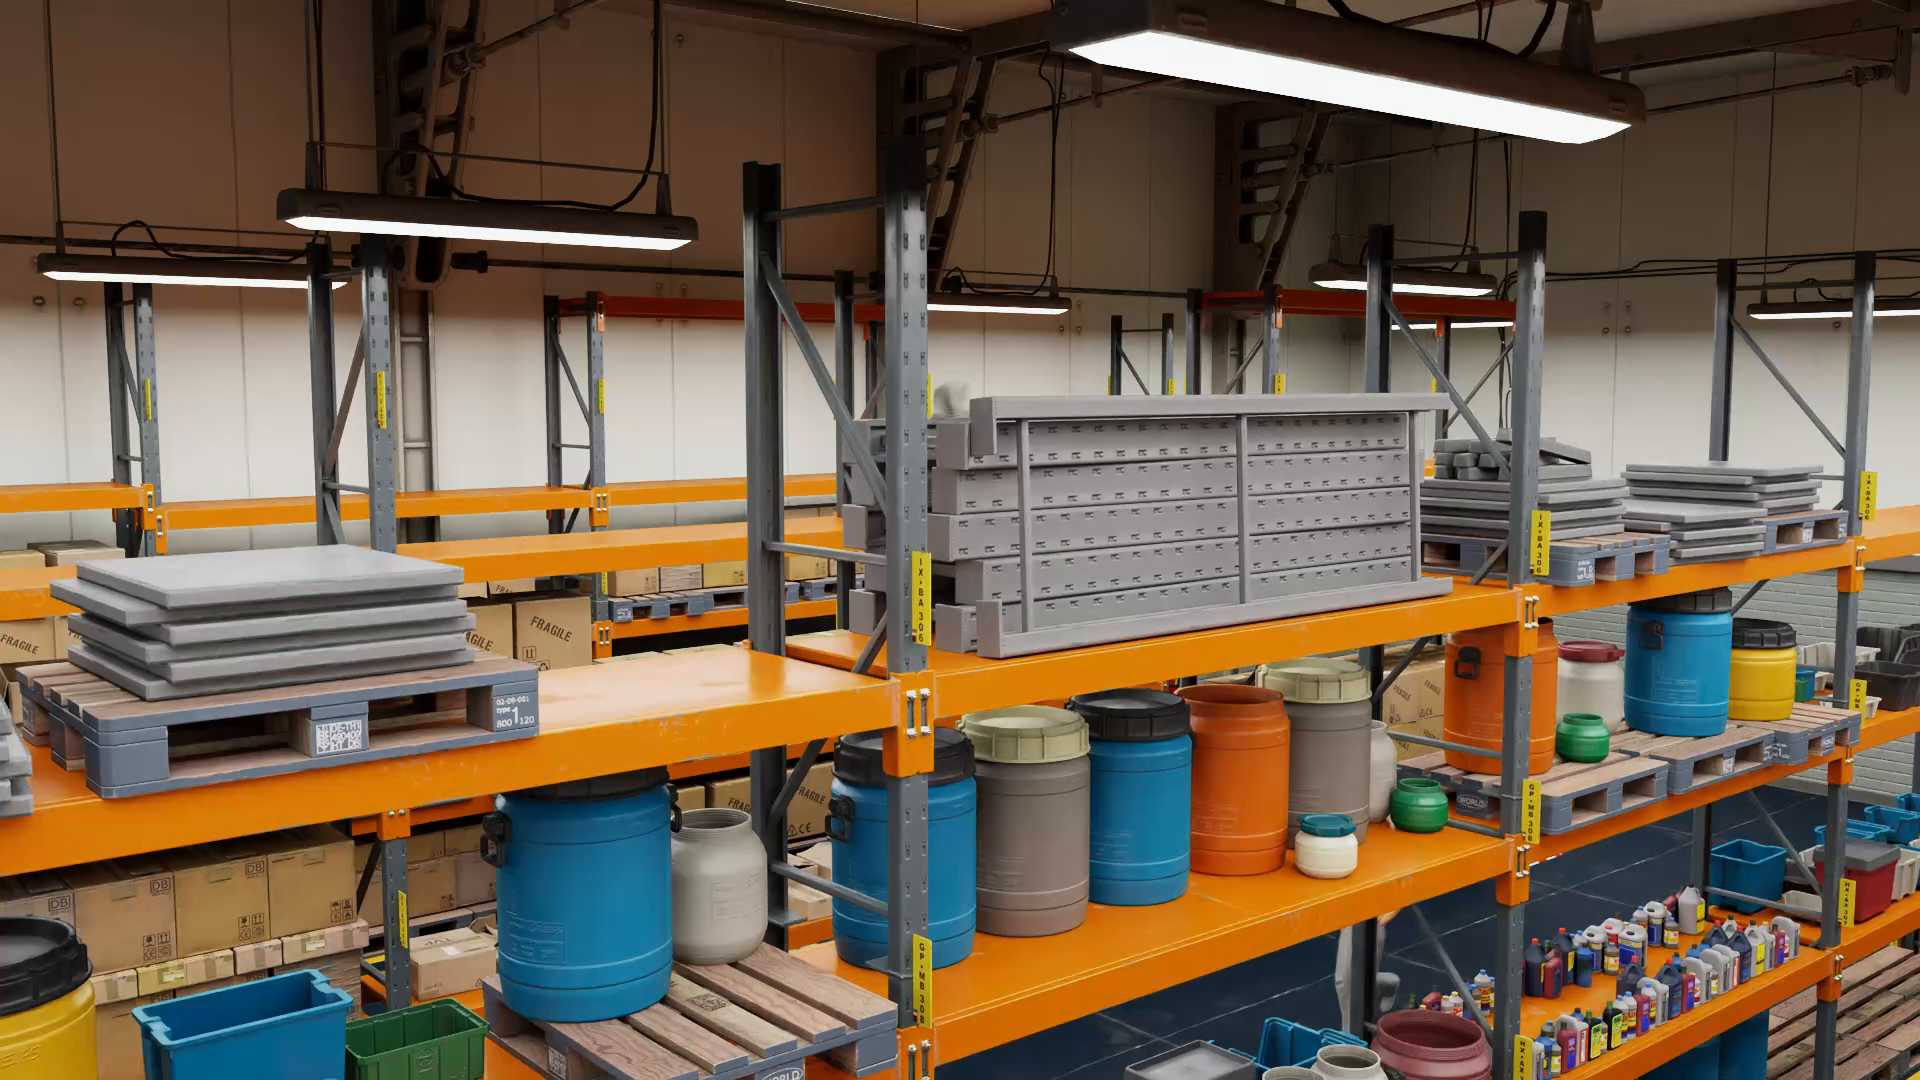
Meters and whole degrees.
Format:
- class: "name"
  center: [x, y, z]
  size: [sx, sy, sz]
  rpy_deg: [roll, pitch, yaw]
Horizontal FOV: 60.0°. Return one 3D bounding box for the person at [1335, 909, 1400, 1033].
- class: "person"
  center: [3.189, 3.103, 13.069]
  size: [0.566, 1.656, 0.795]
  rpy_deg: [5, 7, 43]
